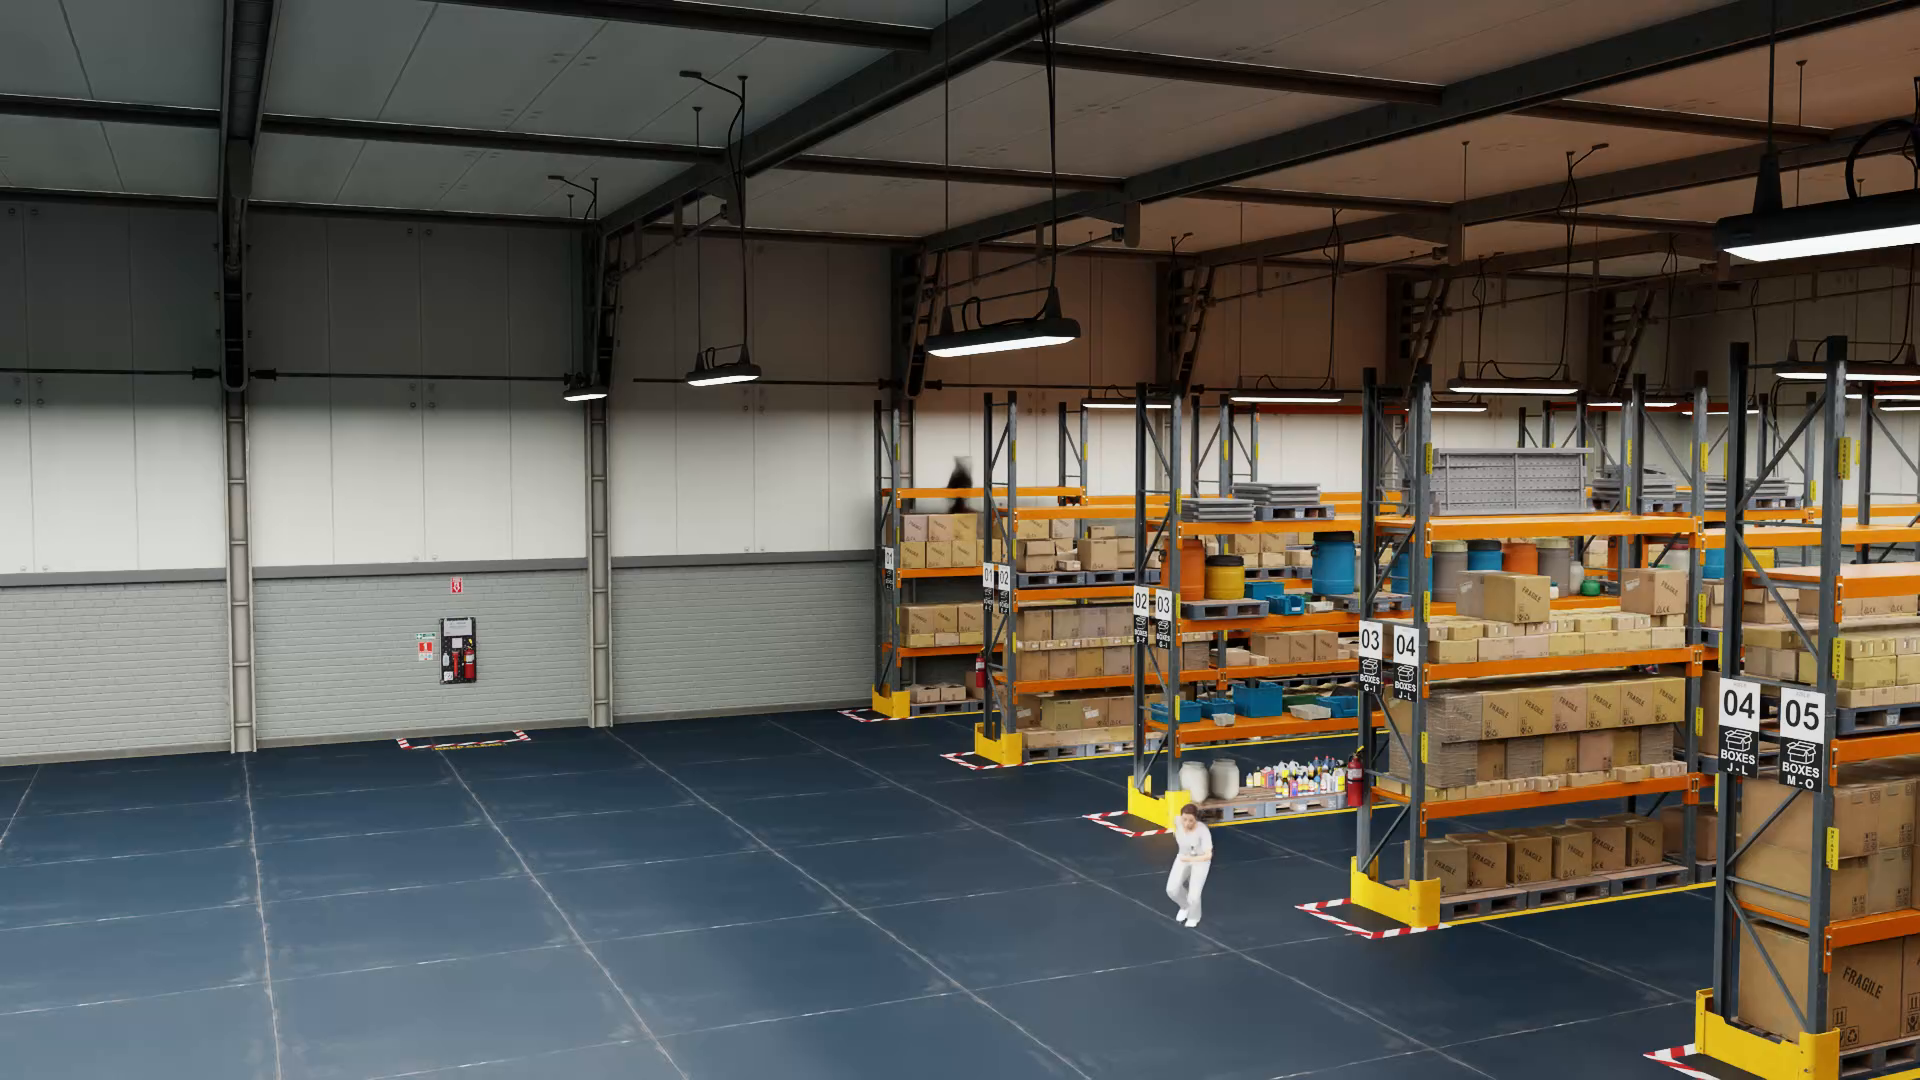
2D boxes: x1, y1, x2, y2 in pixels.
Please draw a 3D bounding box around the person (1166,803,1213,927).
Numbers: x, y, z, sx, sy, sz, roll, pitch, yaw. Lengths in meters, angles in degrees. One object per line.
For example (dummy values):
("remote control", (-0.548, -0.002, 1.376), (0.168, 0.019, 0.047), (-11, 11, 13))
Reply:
("person", (2.416, 3.418, 17.452), (0.588, 1.435, 0.932), (2, 4, 29))
